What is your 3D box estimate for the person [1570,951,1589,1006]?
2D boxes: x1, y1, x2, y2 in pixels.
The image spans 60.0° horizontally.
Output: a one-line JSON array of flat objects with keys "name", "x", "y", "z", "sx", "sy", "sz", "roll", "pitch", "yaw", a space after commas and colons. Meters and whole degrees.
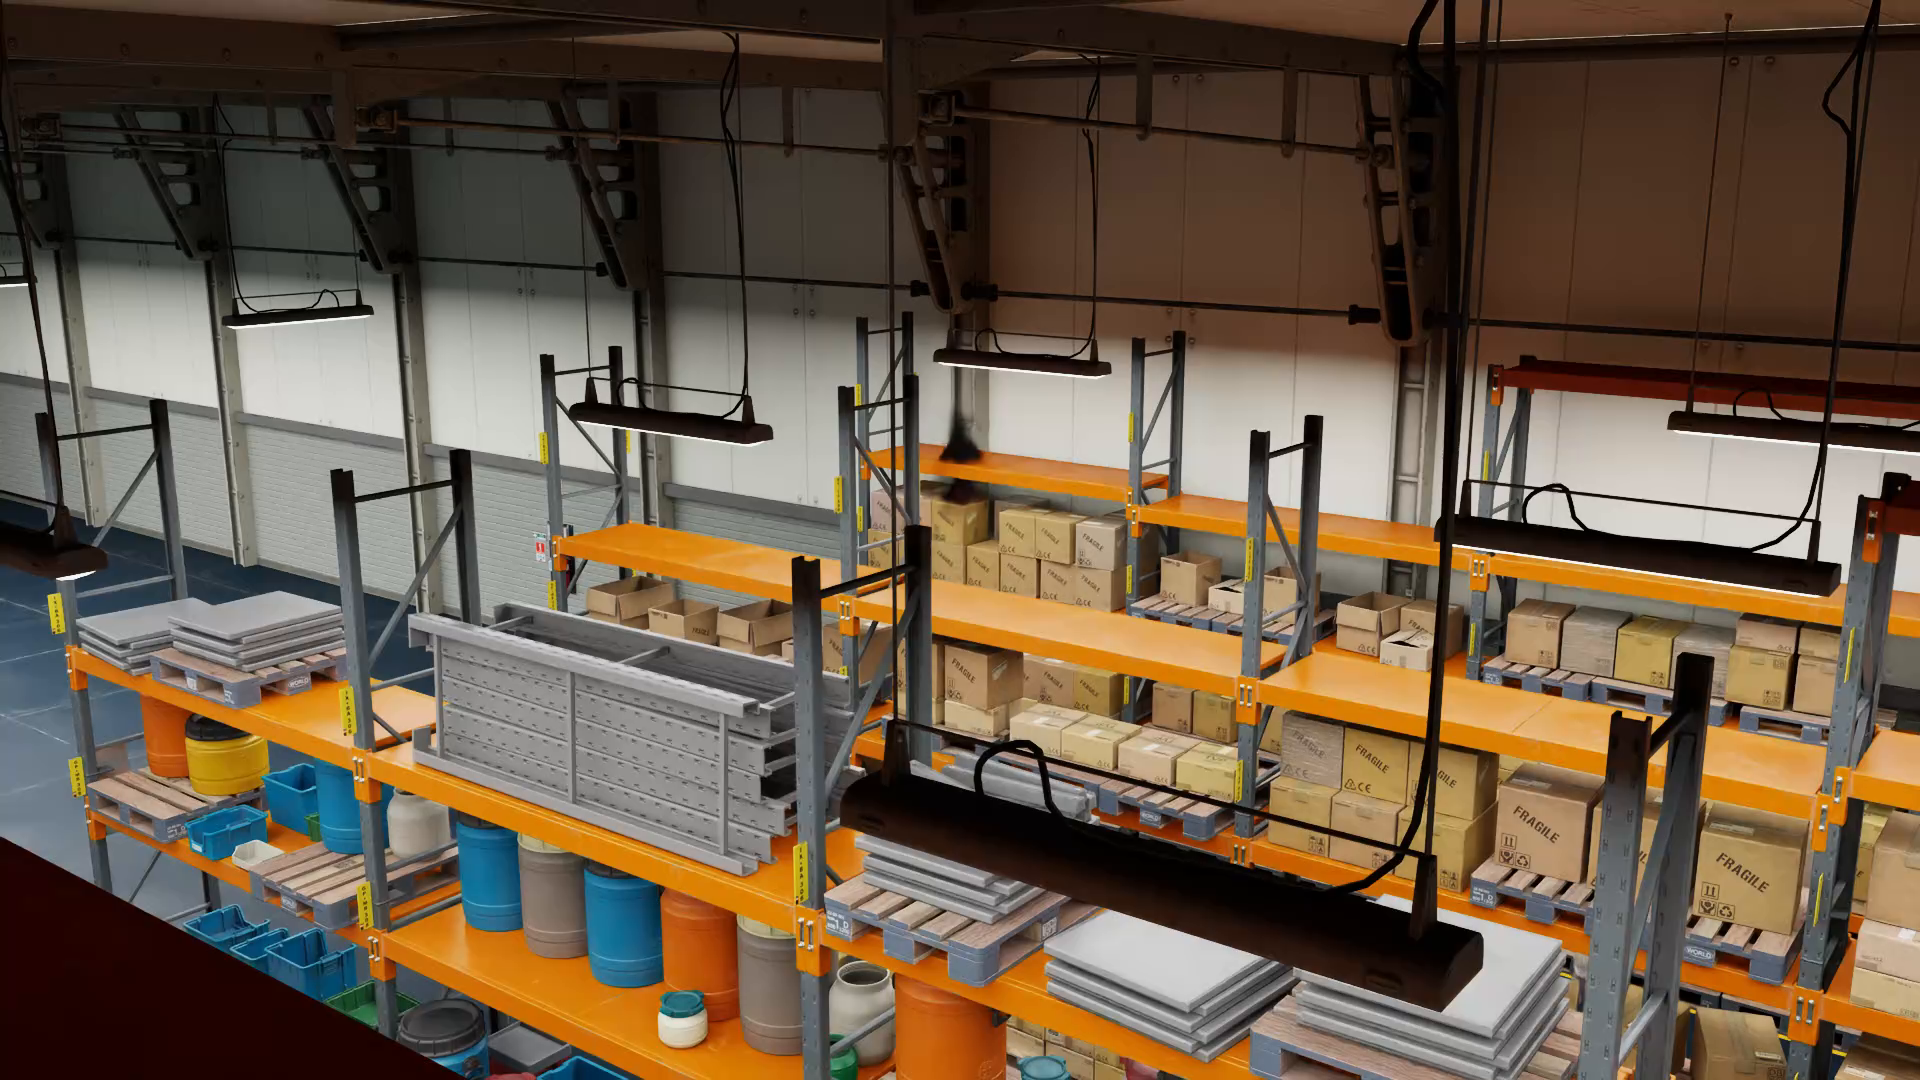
[{"name": "person", "x": 5.605, "y": 3.854, "z": 14.719, "sx": 0.866, "sy": 1.823, "sz": 0.680, "roll": 6, "pitch": 14, "yaw": 23}]

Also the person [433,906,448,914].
[{"name": "person", "x": -5.314, "y": 3.479, "z": 16.858, "sx": 0.608, "sy": 1.545, "sz": 0.540, "roll": -2, "pitch": 13, "yaw": -9}]
